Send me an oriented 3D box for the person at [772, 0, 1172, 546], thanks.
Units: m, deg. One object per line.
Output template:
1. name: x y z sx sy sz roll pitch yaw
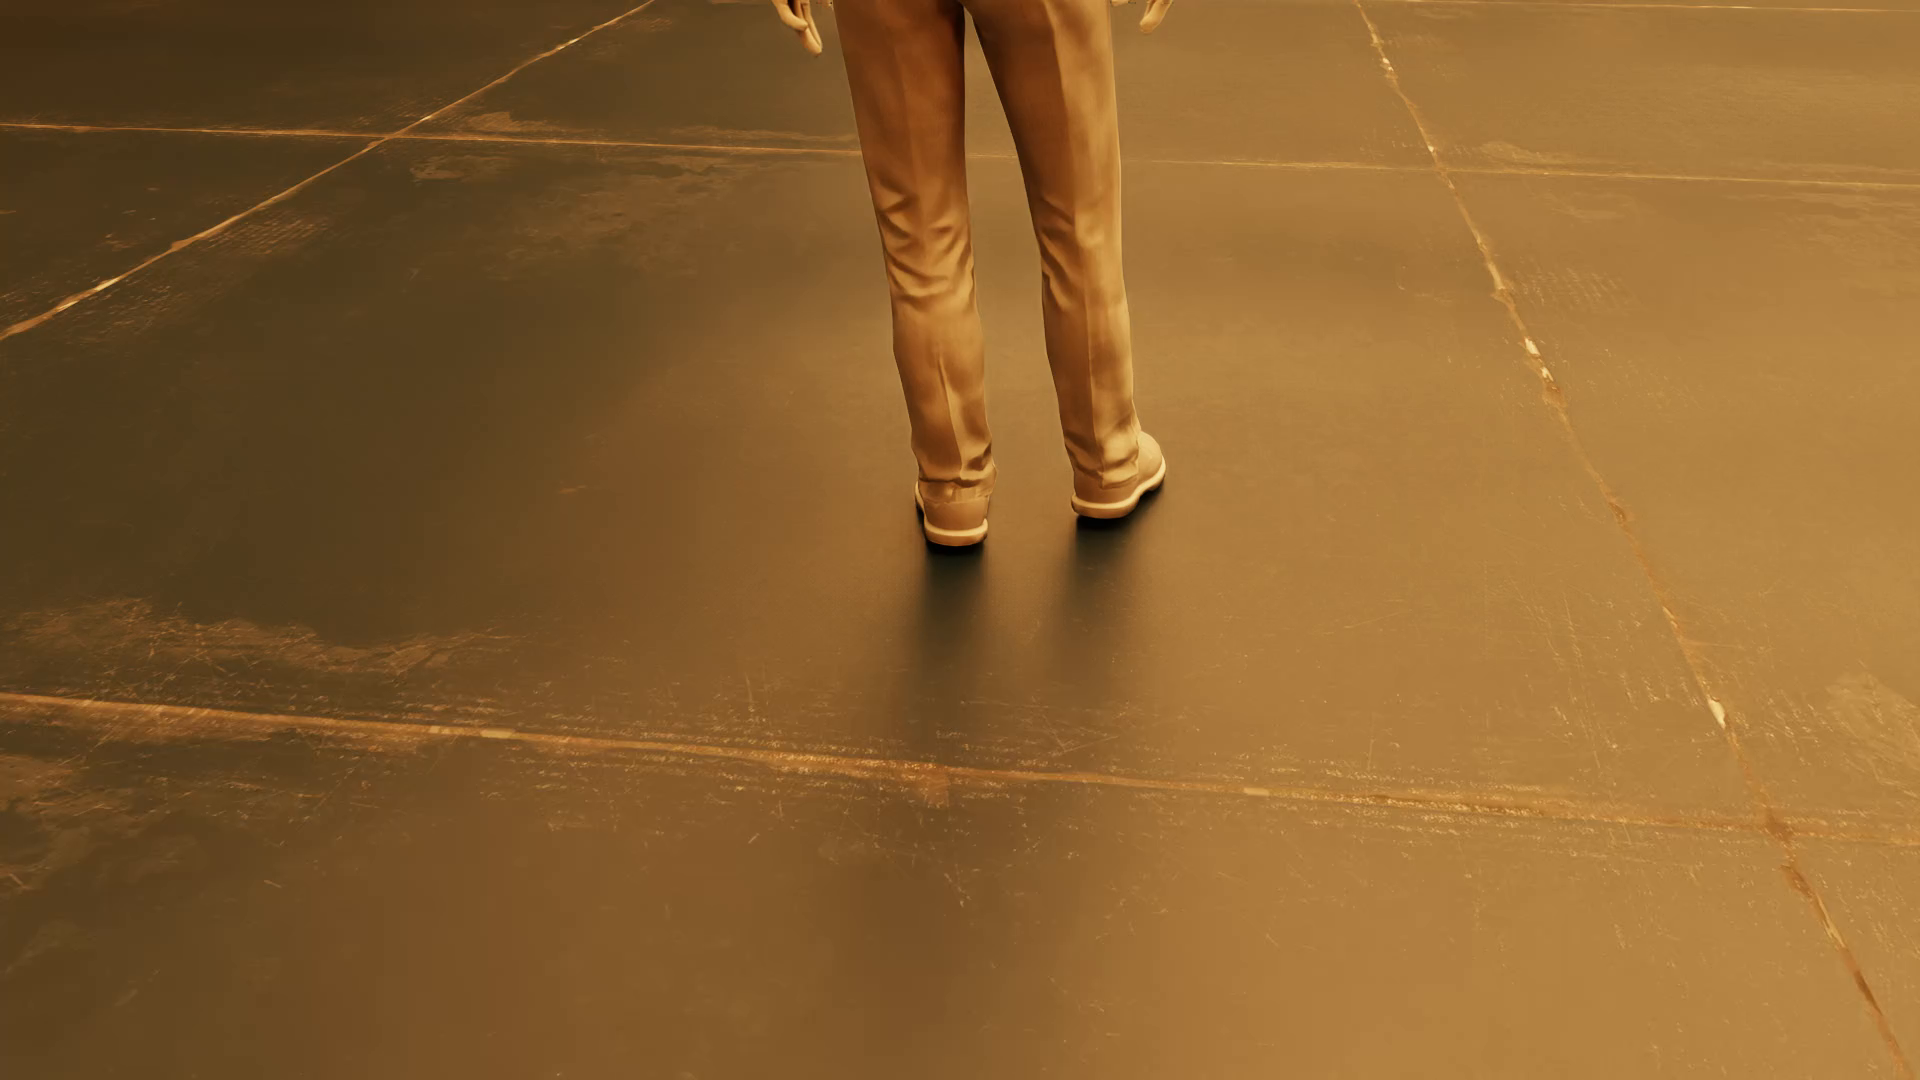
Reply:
1. person: 0.016 -0.795 2.178 0.588 1.695 0.531 3 27 7
